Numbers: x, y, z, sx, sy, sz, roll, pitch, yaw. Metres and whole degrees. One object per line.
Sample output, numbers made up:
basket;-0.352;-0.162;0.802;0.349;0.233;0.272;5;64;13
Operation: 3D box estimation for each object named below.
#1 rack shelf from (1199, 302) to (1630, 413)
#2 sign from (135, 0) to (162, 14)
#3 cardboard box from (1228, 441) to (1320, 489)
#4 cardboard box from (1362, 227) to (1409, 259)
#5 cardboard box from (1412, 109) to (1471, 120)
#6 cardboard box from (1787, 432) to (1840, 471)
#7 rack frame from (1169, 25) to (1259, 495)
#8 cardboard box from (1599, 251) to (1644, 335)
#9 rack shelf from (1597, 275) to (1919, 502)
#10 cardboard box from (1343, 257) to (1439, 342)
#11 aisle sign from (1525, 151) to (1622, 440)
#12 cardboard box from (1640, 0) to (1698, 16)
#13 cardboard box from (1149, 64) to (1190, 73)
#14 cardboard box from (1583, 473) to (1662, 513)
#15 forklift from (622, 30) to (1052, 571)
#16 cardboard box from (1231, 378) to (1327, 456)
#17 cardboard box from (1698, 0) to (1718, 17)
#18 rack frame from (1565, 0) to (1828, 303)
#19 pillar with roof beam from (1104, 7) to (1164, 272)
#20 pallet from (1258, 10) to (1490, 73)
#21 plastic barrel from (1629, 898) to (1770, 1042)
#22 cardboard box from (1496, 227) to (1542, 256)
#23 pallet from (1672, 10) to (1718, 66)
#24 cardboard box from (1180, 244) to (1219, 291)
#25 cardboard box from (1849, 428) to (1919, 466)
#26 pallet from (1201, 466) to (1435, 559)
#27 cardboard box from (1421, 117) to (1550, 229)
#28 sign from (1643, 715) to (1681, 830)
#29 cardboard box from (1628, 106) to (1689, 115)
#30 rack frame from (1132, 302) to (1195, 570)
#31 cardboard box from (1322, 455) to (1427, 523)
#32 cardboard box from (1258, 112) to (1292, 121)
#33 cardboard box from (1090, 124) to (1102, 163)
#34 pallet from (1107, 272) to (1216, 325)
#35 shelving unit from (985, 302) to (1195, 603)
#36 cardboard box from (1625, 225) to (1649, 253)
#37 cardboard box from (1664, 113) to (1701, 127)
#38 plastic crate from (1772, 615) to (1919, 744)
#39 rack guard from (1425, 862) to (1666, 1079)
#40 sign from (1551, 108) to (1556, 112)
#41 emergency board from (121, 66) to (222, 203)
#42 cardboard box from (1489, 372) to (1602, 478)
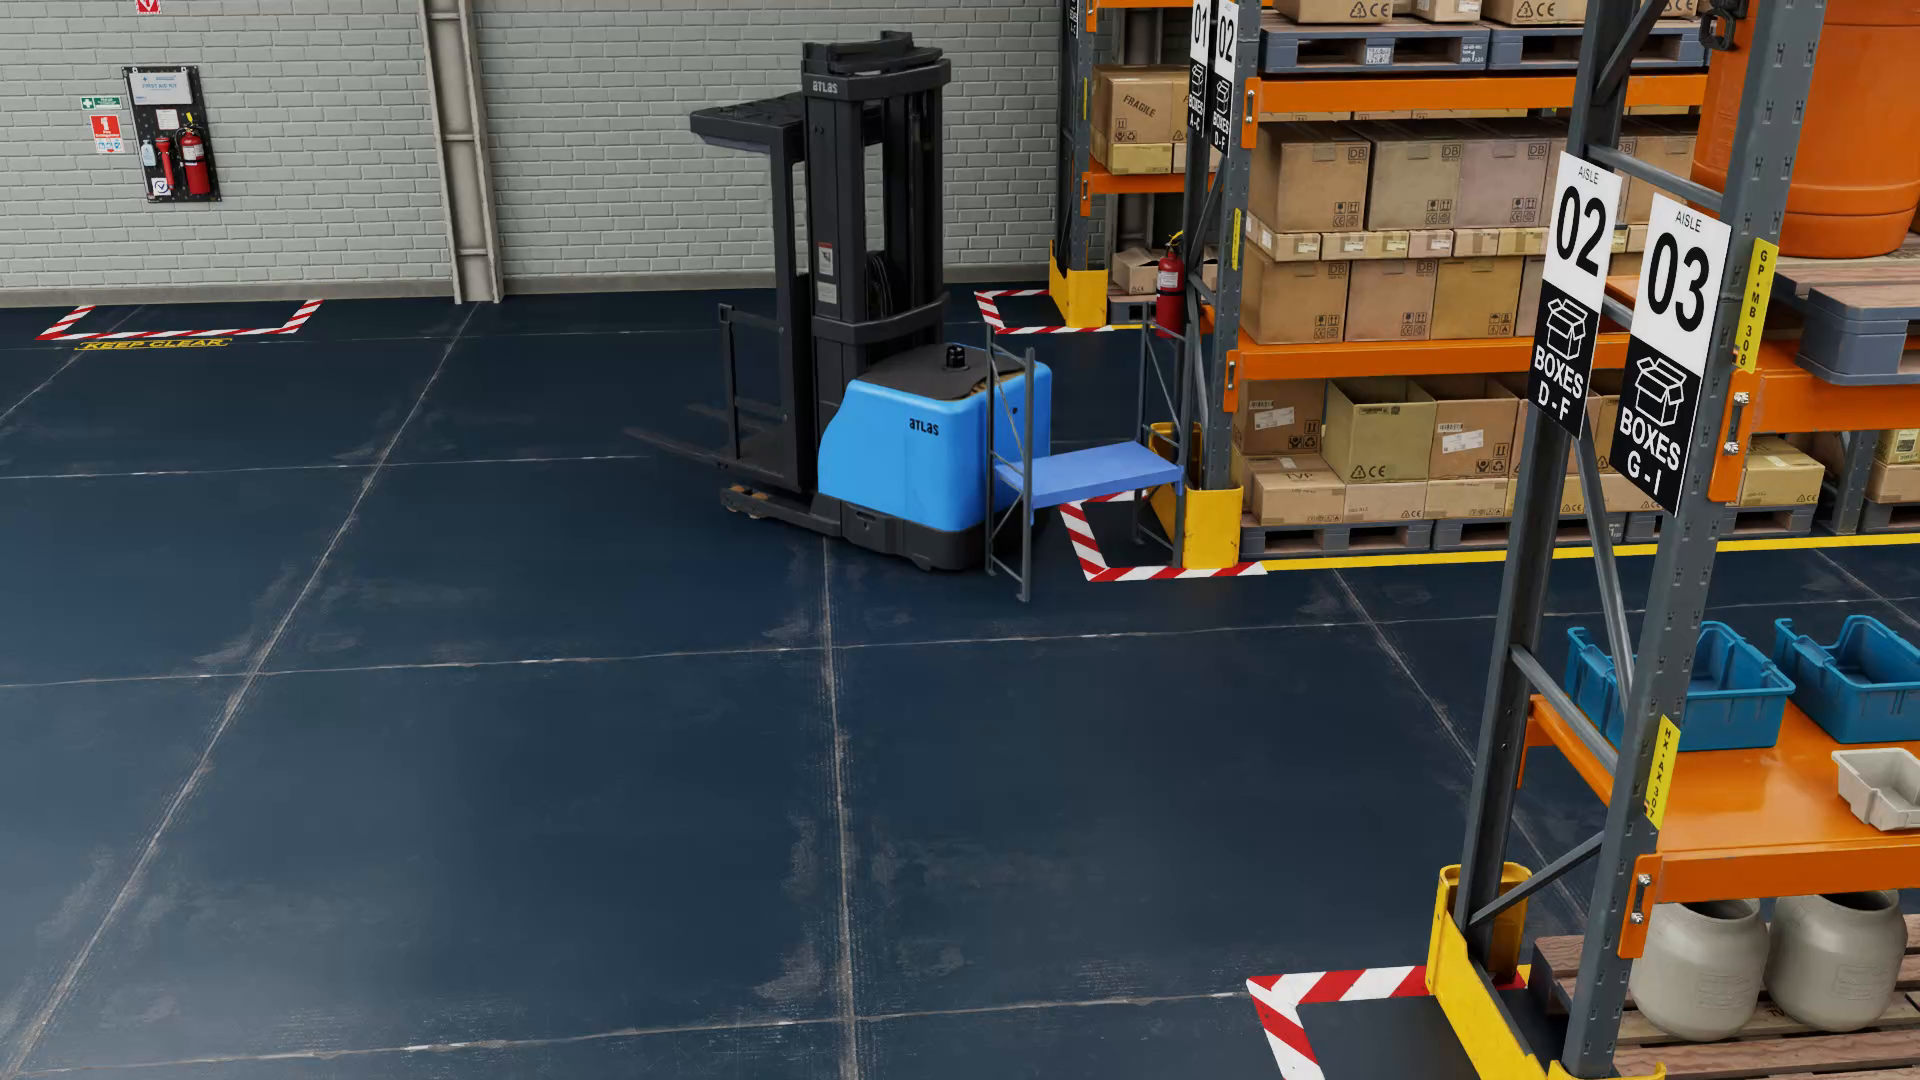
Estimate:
rack shelf;3.451;-1.188;10.115;4.000;0.370;1.077;-2;24;-5
sign;-6.870;-4.593;14.036;0.199;0.298;0.001;-2;24;-5
cardboard box;1.966;-0.513;10.579;0.500;0.250;0.500;-2;24;-5
cardboard box;2.383;-1.728;9.524;0.250;0.149;0.380;-2;24;-5
cardboard box;4.015;-3.716;14.153;0.500;0.500;0.500;-2;24;-5
cardboard box;5.826;-0.665;10.922;0.500;0.250;0.500;-3;24;-6
rack frame;1.461;-1.437;9.789;0.127;3.000;1.000;-2;24;-5
cardboard box;3.977;-1.580;9.988;0.500;0.500;0.700;-2;24;-4
rack shelf;3.934;-0.556;5.001;4.000;0.370;1.077;-2;24;-5
cardboard box;2.449;-1.519;9.851;0.500;0.500;0.700;-2;24;-4
aisle sign;1.843;-0.739;5.020;0.004;0.787;0.394;-2;24;-5
cardboard box;3.790;-3.255;9.371;0.637;0.503;0.797;0;24;1
cardboard box;1.920;-3.843;14.439;0.500;0.500;0.500;-2;24;-4
cardboard box;4.007;-0.383;10.287;0.500;0.250;0.500;-2;24;-5
forklift;-0.911;-1.622;10.292;3.031;2.935;1.130;17;29;34
cardboard box;1.965;-0.856;10.429;0.500;0.500;0.500;-2;24;-5
cardboard box;4.268;-2.949;9.119;0.250;0.149;0.380;-2;24;-5
rack frame;1.944;-2.176;4.066;0.127;3.000;1.000;-2;24;-5
pillar with roof beam;2.005;-4.818;10.010;0.400;9.000;9.100;-2;24;-5
pallet;2.167;-2.785;9.238;1.213;0.211;1.003;-2;24;-5
plastic barrel;2.592;1.453;5.833;0.421;0.512;0.421;0;24;0
cardboard box;3.154;-1.760;9.594;0.250;0.149;0.380;-3;24;-6
pallet;4.595;-2.882;9.457;1.213;0.211;1.003;-2;24;-5
cardboard box;2.235;-2.425;14.782;0.500;0.311;0.500;0;24;-1
cardboard box;5.877;-0.704;10.318;0.500;0.311;0.500;-2;24;-5
pallet;2.218;-0.210;10.462;1.213;0.211;1.003;-2;24;-5
cardboard box;3.004;-2.134;9.639;0.500;0.500;0.700;-2;24;-5
sign;1.994;0.662;4.727;0.005;0.325;0.100;-2;24;-5
cardboard box;6.018;-3.871;14.601;0.500;0.500;0.700;0;24;0
rack frame;1.186;-0.603;9.760;0.032;1.500;0.500;-11;26;-24
cardboard box;2.514;-0.325;10.156;0.500;0.250;0.500;-2;24;-5
cardboard box;2.483;-3.653;14.013;0.500;0.500;0.500;-3;24;-7
cardboard box;1.417;-3.476;14.538;0.500;0.250;0.500;-2;24;-4
pallet;1.858;-2.186;14.908;1.213;0.211;1.003;-2;24;-5
shelving unit;0.729;-0.512;9.555;1.048;1.500;0.538;-11;26;-24
cardboard box;3.928;-1.791;9.664;0.250;0.149;0.380;-2;24;-4
cardboard box;4.498;-2.194;9.772;0.500;0.500;0.700;-2;24;-5
plastic crate;3.060;0.469;5.685;0.408;0.251;0.499;-2;24;-5
rack guard;2.015;1.686;5.842;0.348;0.500;1.175;-2;24;-5
sign;5.012;-3.775;13.984;0.005;0.325;0.100;-2;24;-5
emergency board;-6.852;-3.494;14.417;0.643;1.169;0.194;-2;24;-5
cardboard box;3.510;-0.705;10.088;0.500;0.500;0.500;-2;24;-5
